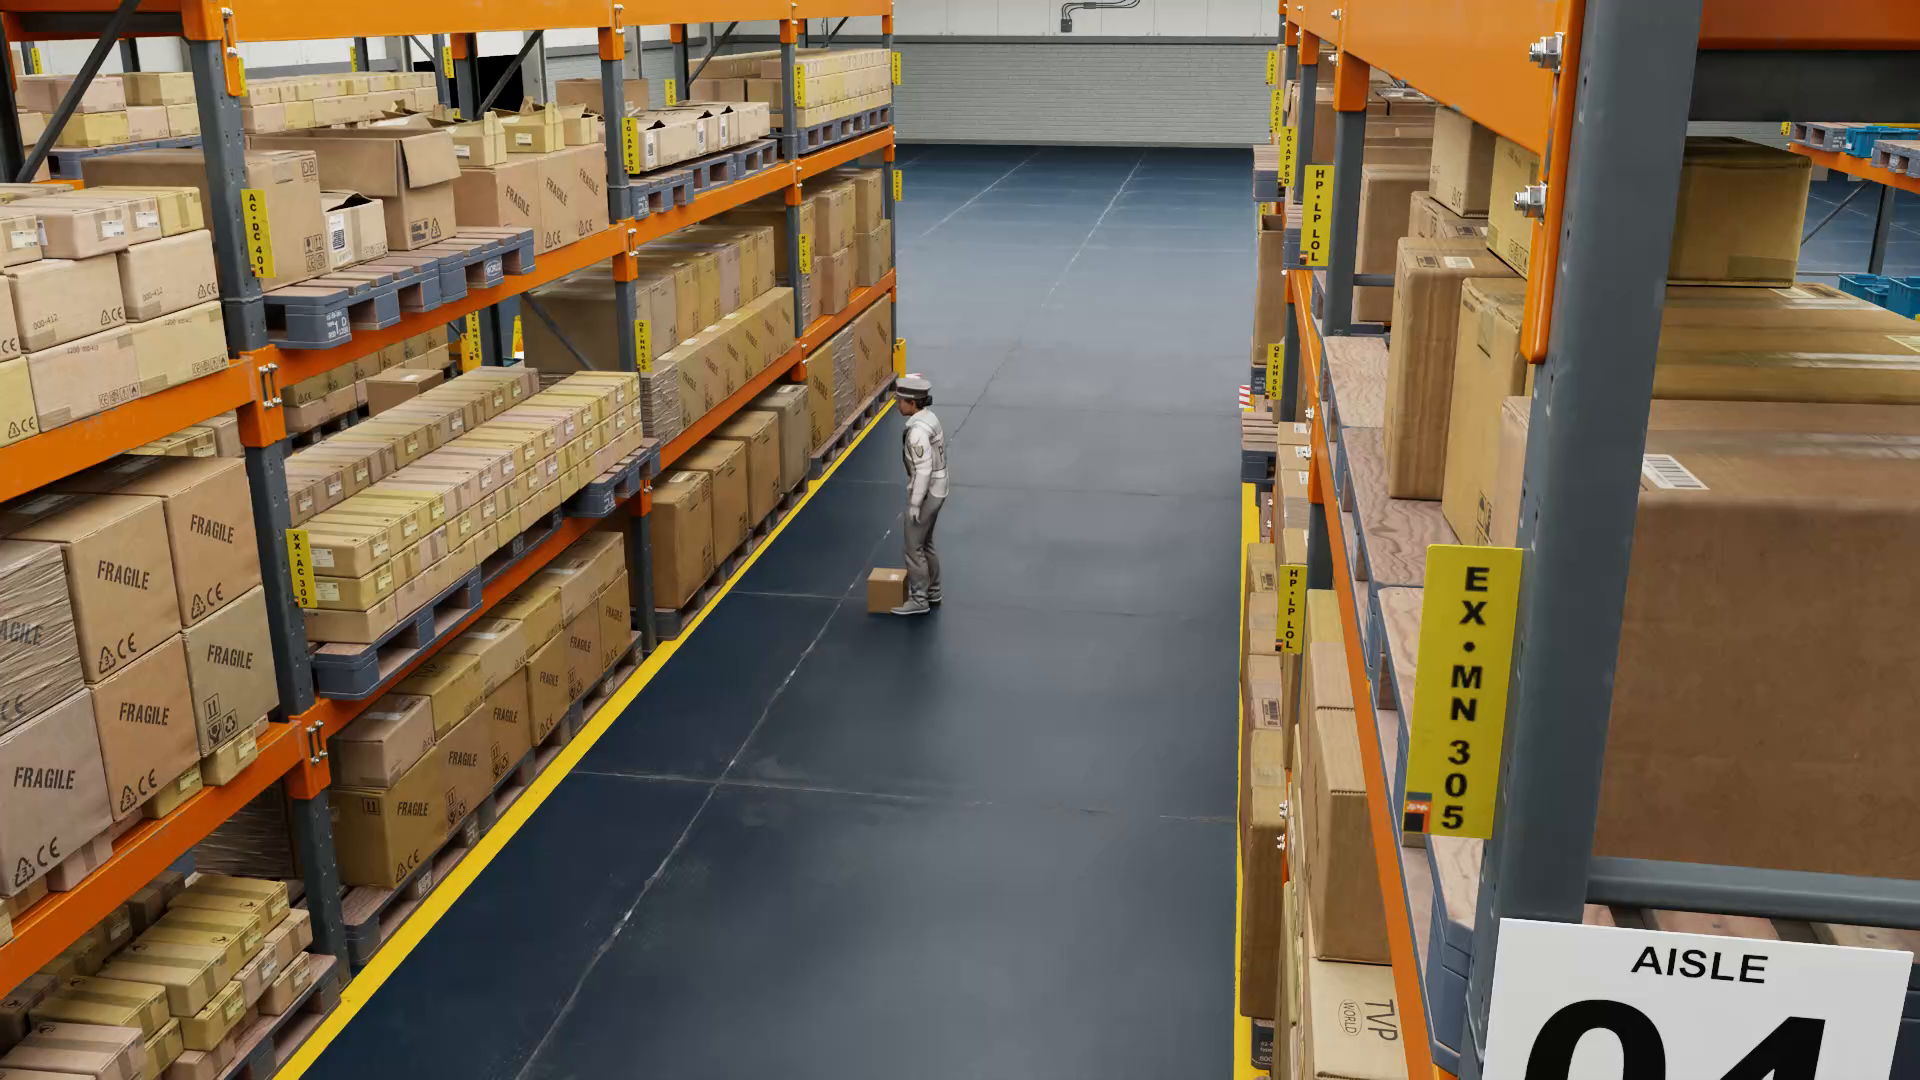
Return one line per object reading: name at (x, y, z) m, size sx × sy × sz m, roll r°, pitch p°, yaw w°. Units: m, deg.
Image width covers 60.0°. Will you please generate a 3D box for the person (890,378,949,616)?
person at (-0.285, -0.301, 11.475) m, size 0.415 × 1.662 × 0.537 m, roll 2°, pitch 18°, yaw 6°
